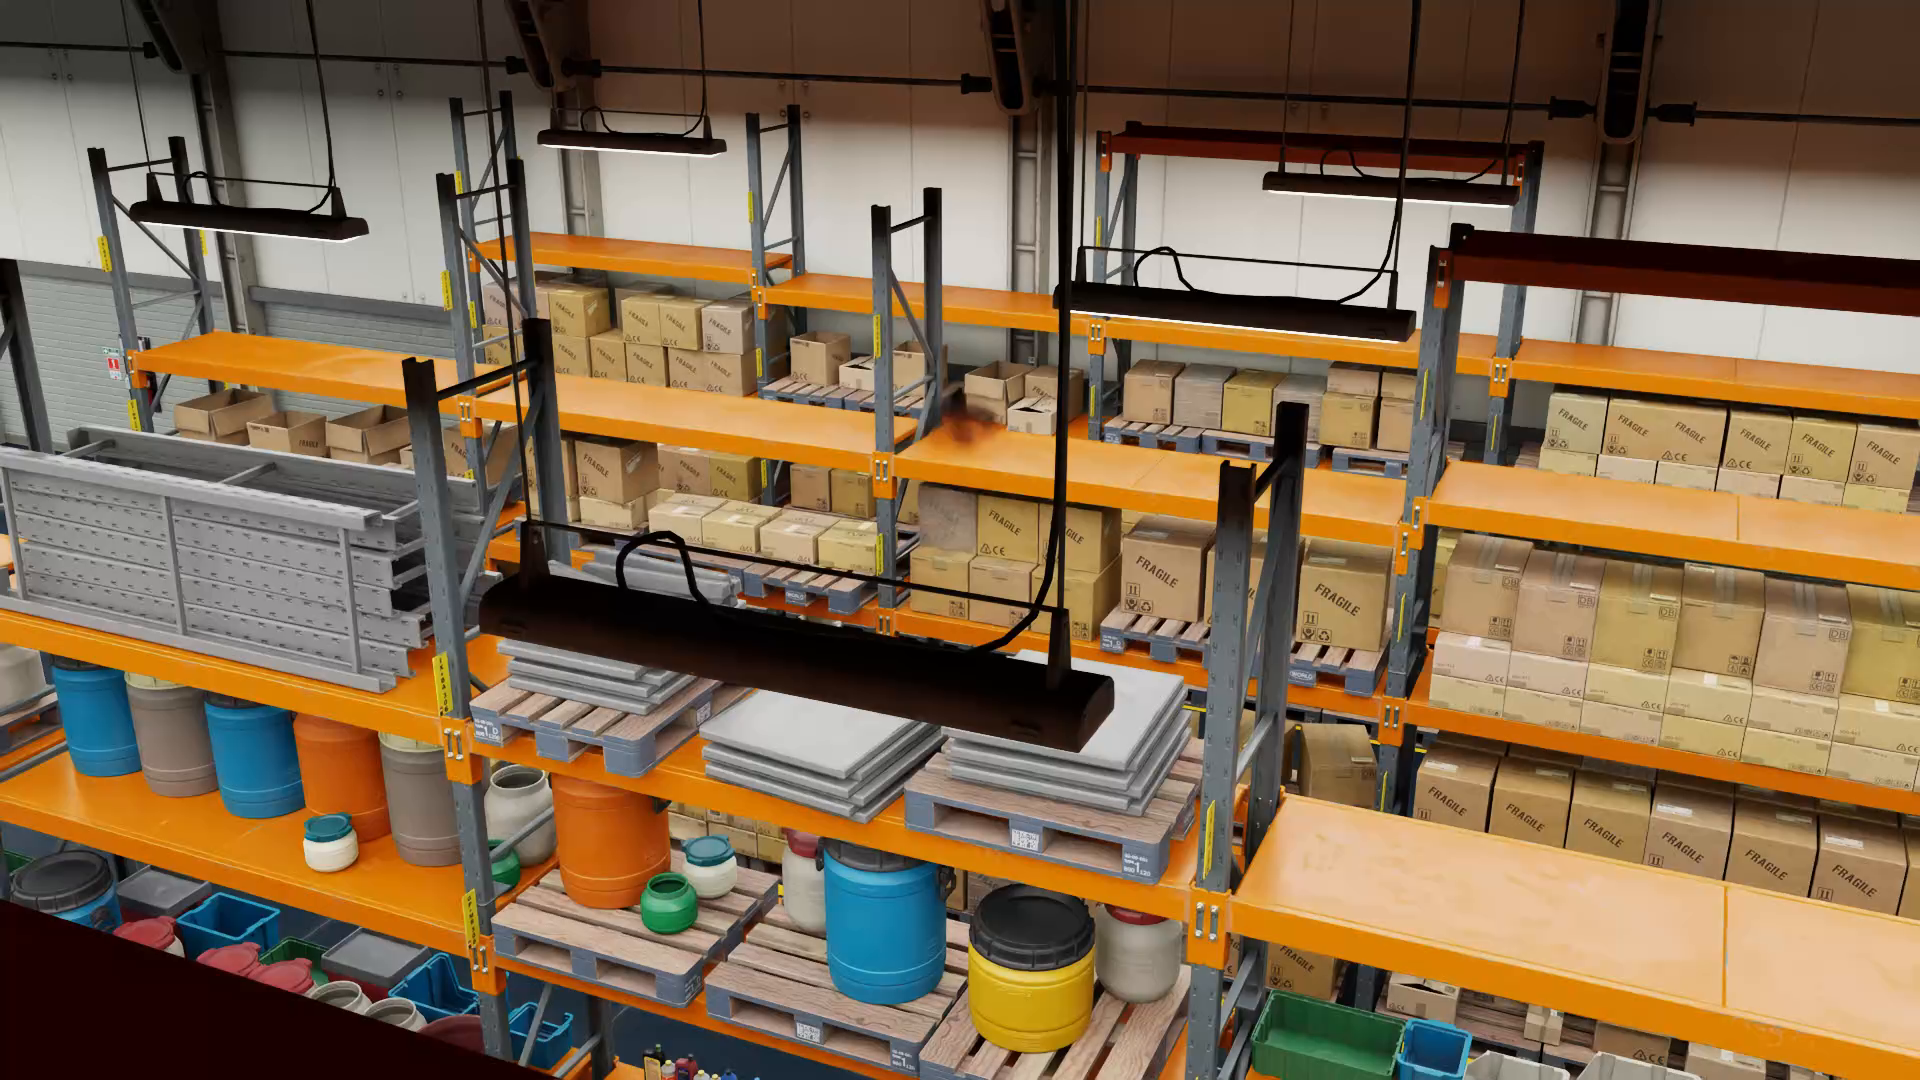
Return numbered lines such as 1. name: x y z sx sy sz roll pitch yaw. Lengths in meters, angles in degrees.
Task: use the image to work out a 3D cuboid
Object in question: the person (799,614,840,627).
1. person: -1.504 1.080 17.753 0.433 1.545 0.375 16 26 37
